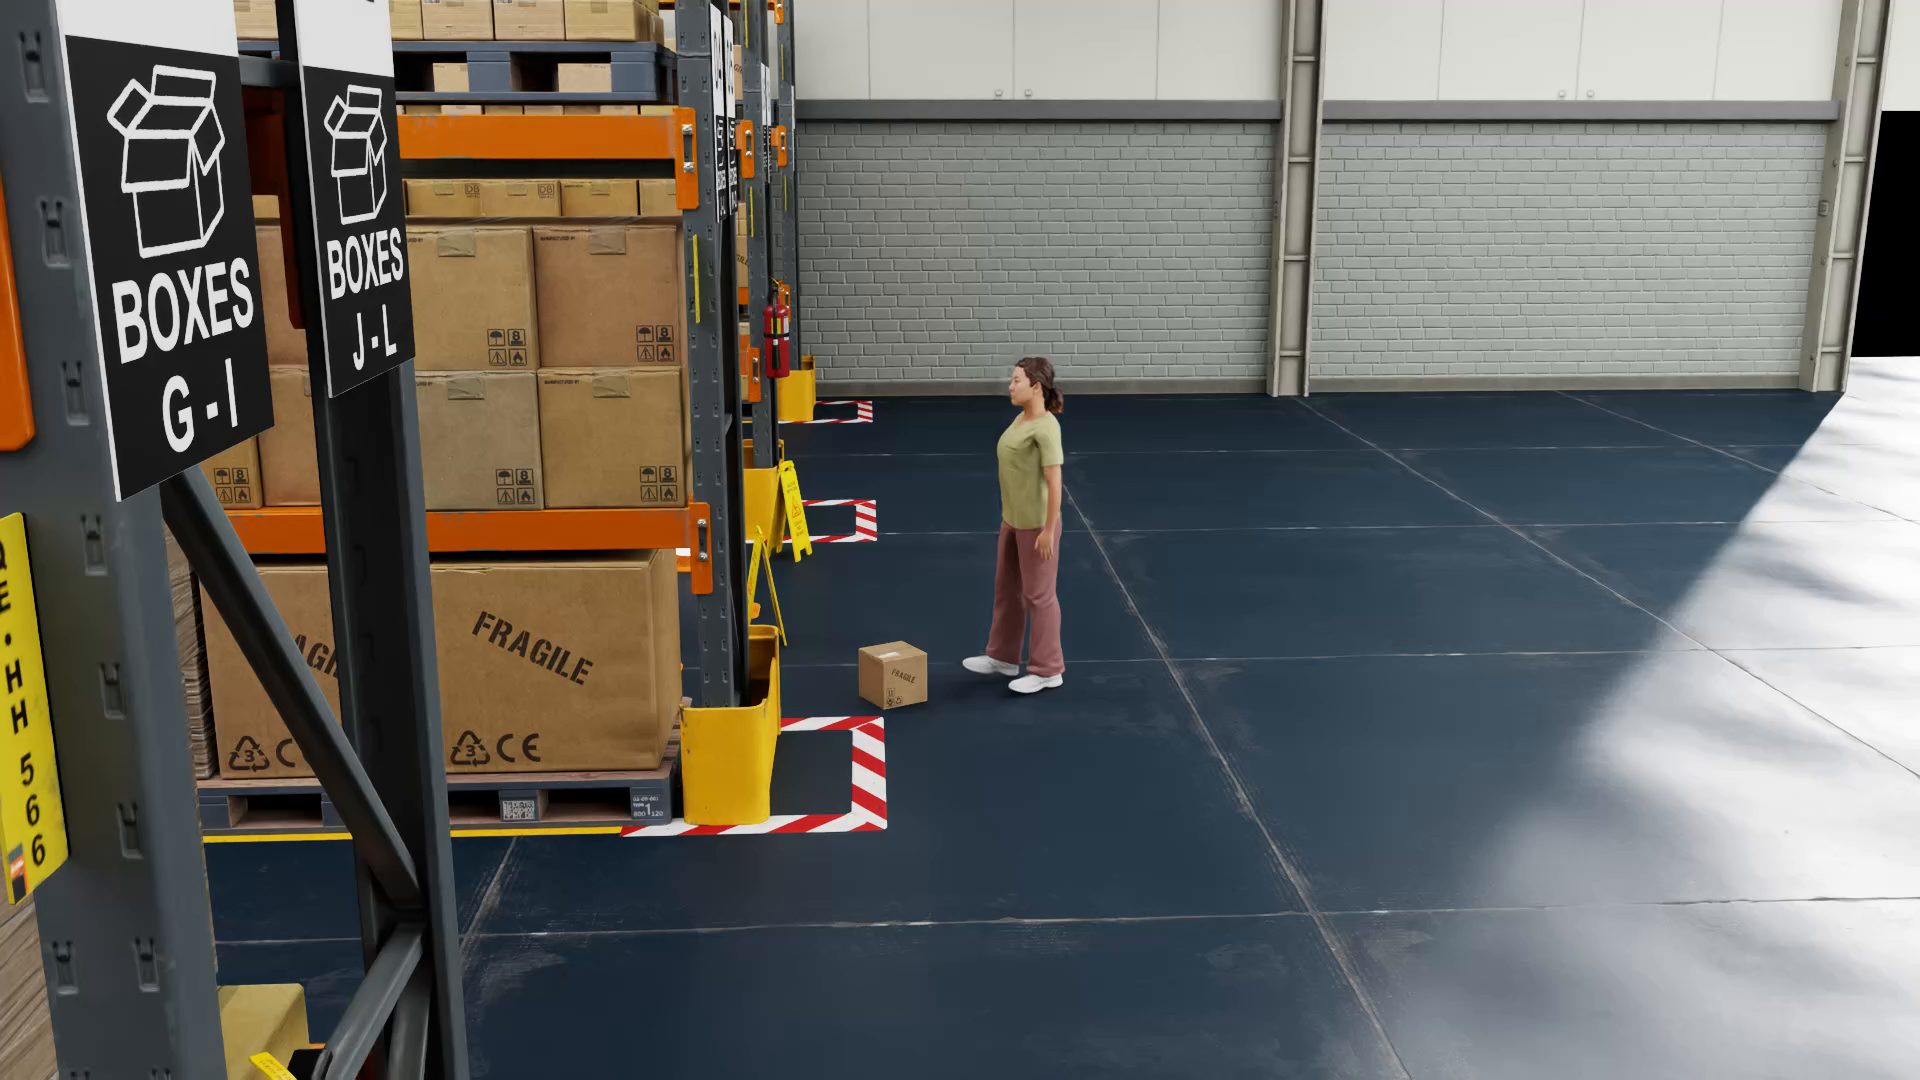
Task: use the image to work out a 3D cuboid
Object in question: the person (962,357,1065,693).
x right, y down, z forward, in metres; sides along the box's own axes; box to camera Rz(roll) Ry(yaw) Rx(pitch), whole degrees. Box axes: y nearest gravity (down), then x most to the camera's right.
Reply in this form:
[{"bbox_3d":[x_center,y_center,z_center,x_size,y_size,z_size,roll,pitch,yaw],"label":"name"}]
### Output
[{"bbox_3d":[0.293,-0.069,8.222,0.457,1.670,0.511,-5,14,-18],"label":"person"}]
